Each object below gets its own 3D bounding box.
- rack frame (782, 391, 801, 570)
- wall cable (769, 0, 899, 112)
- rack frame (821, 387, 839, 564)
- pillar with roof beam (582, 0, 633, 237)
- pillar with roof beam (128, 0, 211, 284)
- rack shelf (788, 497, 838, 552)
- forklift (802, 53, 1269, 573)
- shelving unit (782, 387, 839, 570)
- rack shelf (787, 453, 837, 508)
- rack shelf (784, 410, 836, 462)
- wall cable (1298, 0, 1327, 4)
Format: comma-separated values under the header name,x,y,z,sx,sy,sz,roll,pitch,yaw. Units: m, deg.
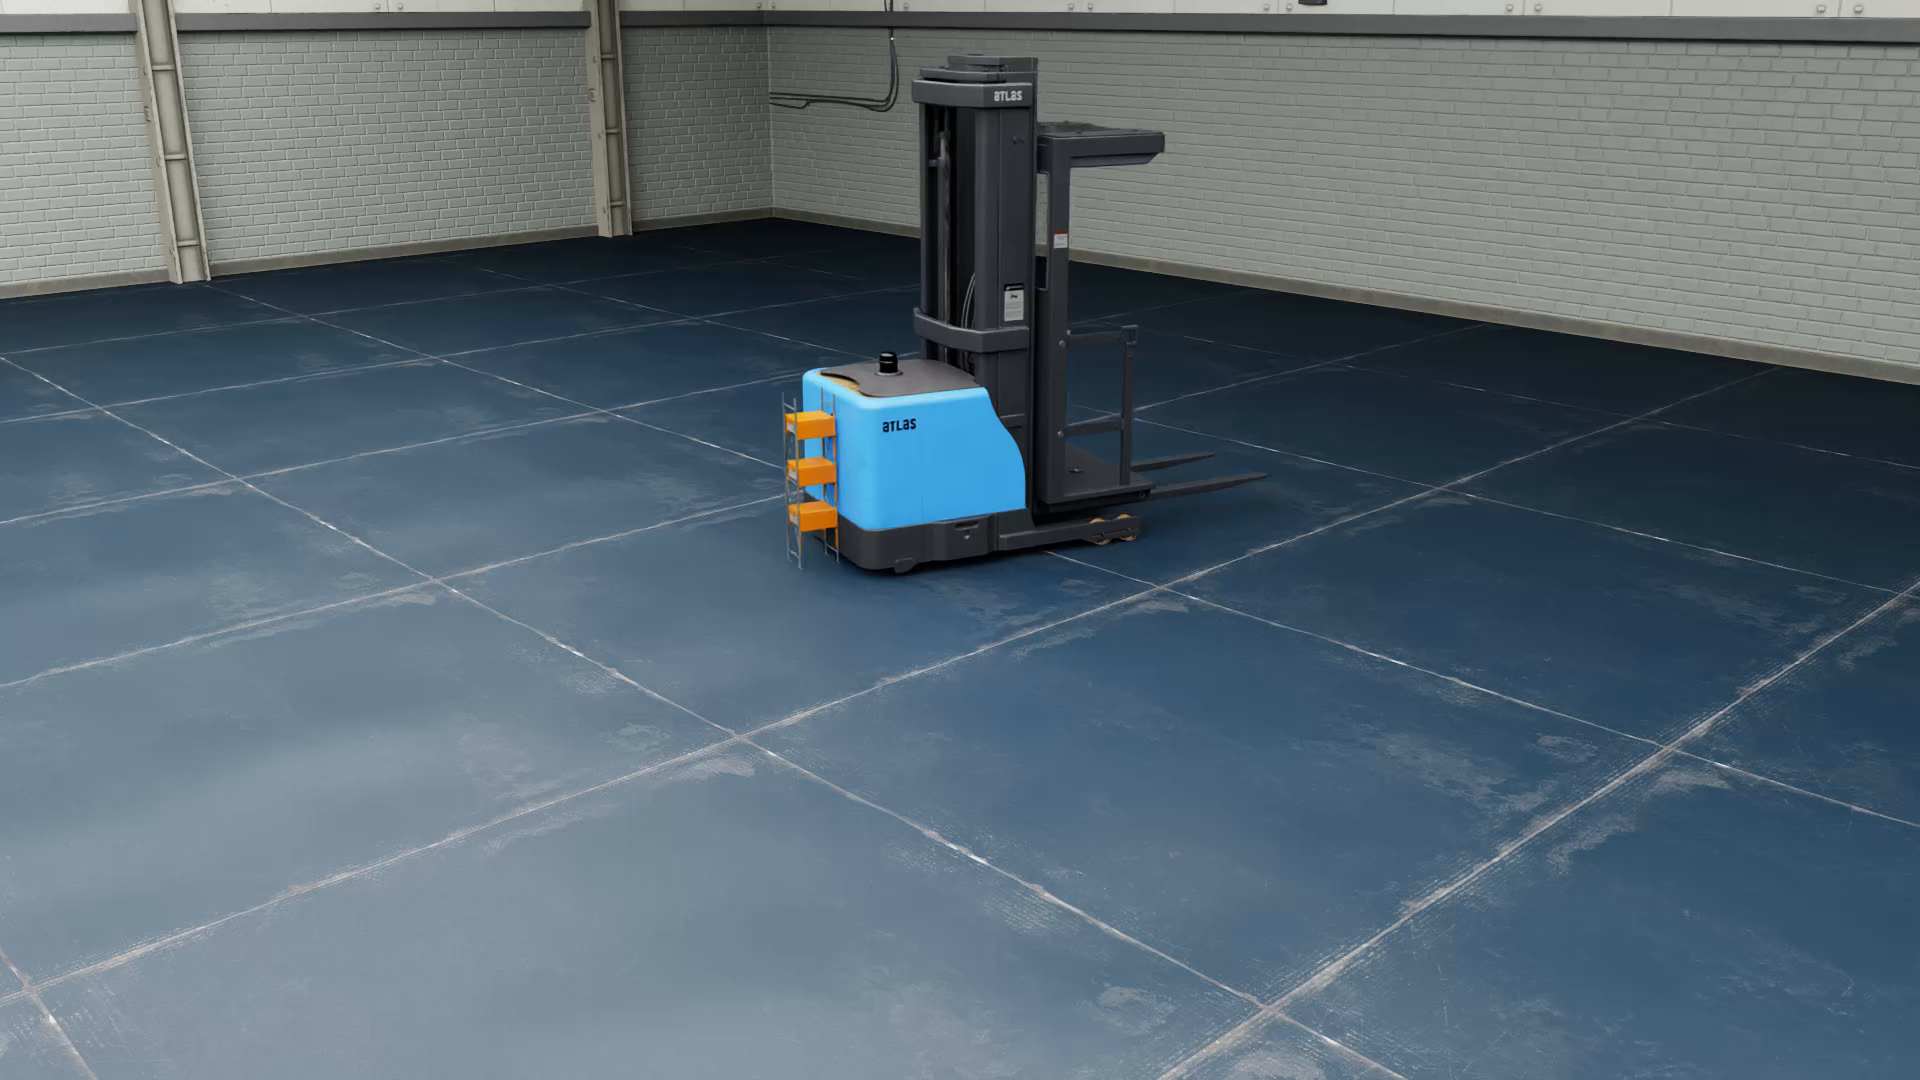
name,x,y,z,sx,sy,sz,roll,pitch,yaw
rack frame,-0.996,-0.348,9.854,0.008,1.050,0.200,-9,20,-26
wall cable,-1.956,-7.562,24.252,0.112,2.526,3.097,-16,24,-41
rack frame,-0.779,-0.382,9.959,0.008,1.050,0.200,-9,20,-26
pillar with roof beam,-2.048,-7.746,19.786,0.400,9.000,9.100,-16,24,-41
pillar with roof beam,-6.407,-6.475,15.865,0.400,9.000,9.100,-16,24,-41
rack shelf,-0.888,-0.090,9.996,0.240,0.259,0.215,-9,20,-26
forklift,0.568,-1.496,10.346,3.031,2.935,1.130,-9,20,-26
shelving unit,-0.888,-0.365,9.907,0.252,1.050,0.215,-9,20,-26
rack shelf,-0.888,-0.354,9.910,0.240,0.259,0.215,-9,20,-26
rack shelf,-0.888,-0.624,9.823,0.240,0.259,0.215,-9,20,-26
wall cable,4.555,-8.526,16.677,0.169,6.003,2.305,-16,24,-41
